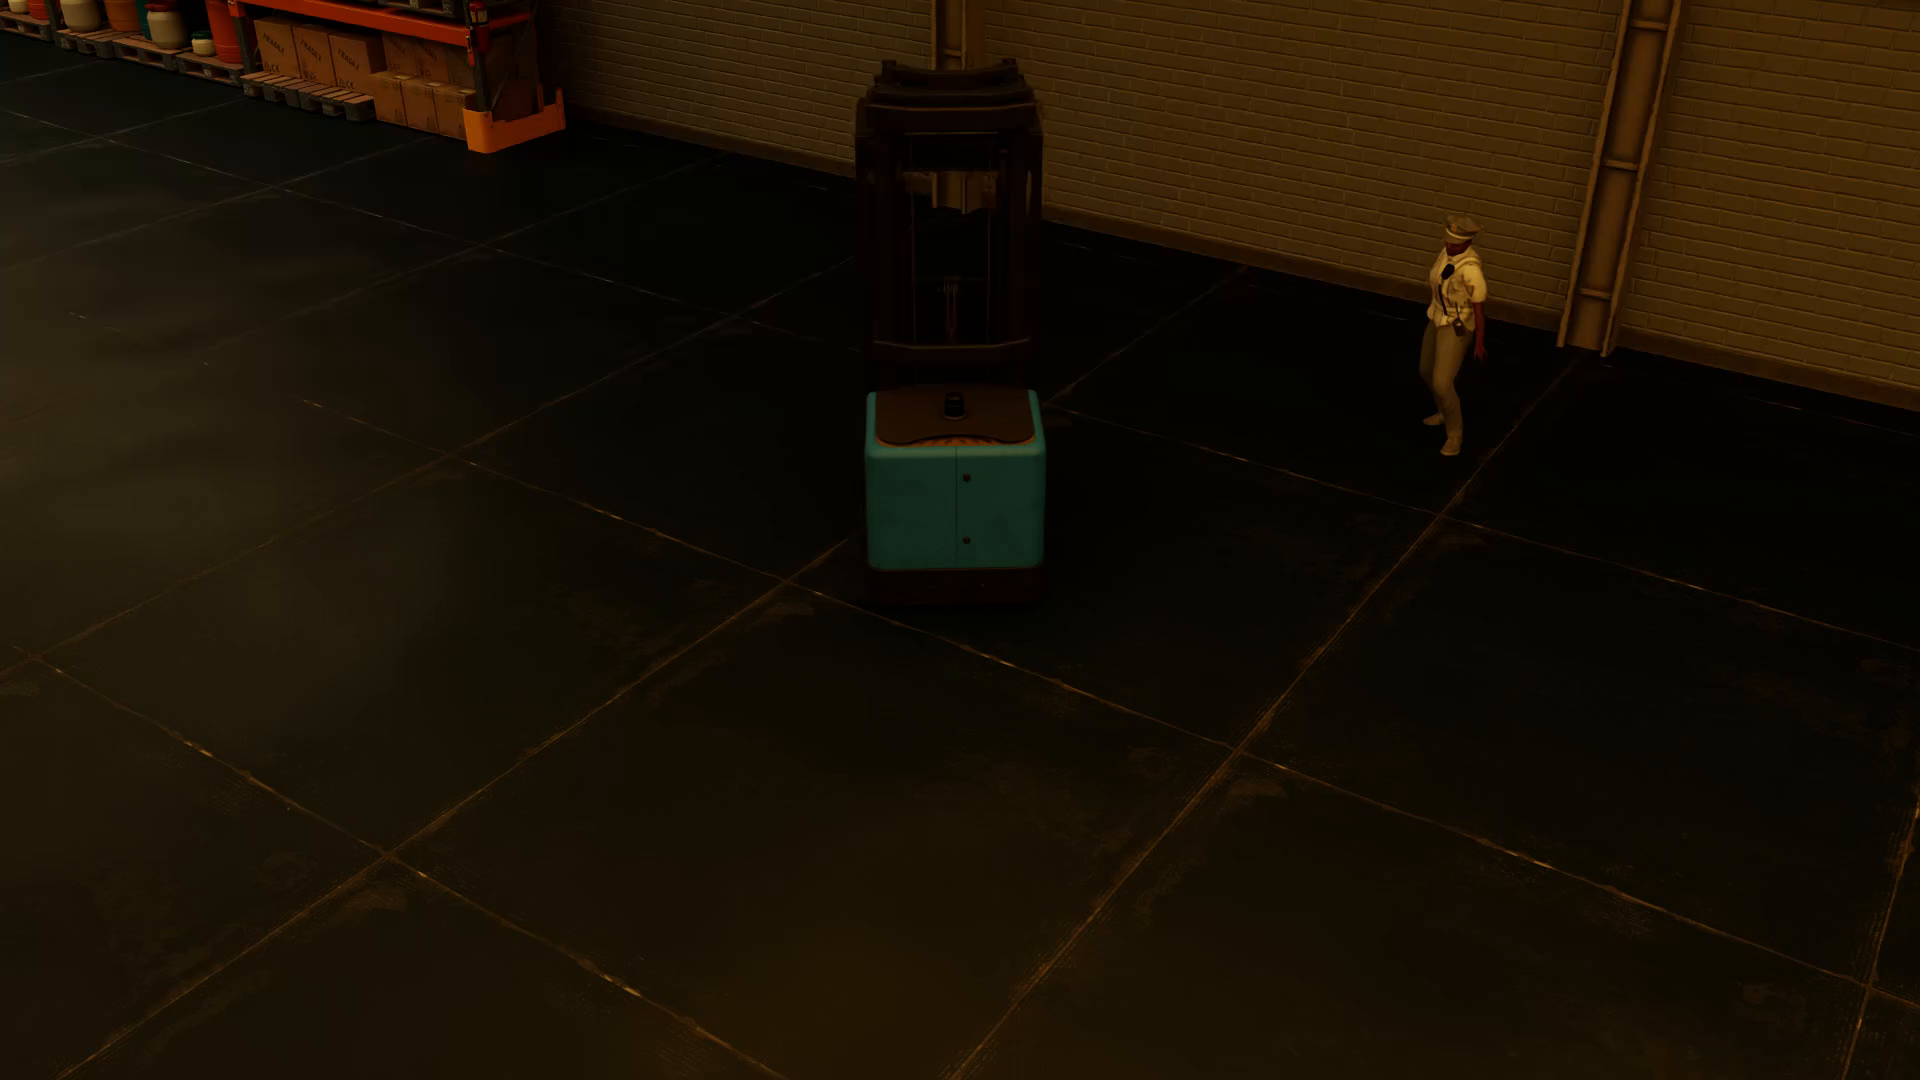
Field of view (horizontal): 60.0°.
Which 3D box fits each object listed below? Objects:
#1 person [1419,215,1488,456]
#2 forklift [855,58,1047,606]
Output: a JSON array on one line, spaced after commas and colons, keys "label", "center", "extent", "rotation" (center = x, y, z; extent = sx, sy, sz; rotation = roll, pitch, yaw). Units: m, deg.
[{"label": "person", "center": [3.393, -1.454, 11.441], "extent": [0.421, 1.637, 0.812], "rotation": [-3, 30, -6]}, {"label": "forklift", "center": [-0.075, -1.589, 10.318], "extent": [1.130, 2.935, 3.031], "rotation": [-1, 30, -2]}]
